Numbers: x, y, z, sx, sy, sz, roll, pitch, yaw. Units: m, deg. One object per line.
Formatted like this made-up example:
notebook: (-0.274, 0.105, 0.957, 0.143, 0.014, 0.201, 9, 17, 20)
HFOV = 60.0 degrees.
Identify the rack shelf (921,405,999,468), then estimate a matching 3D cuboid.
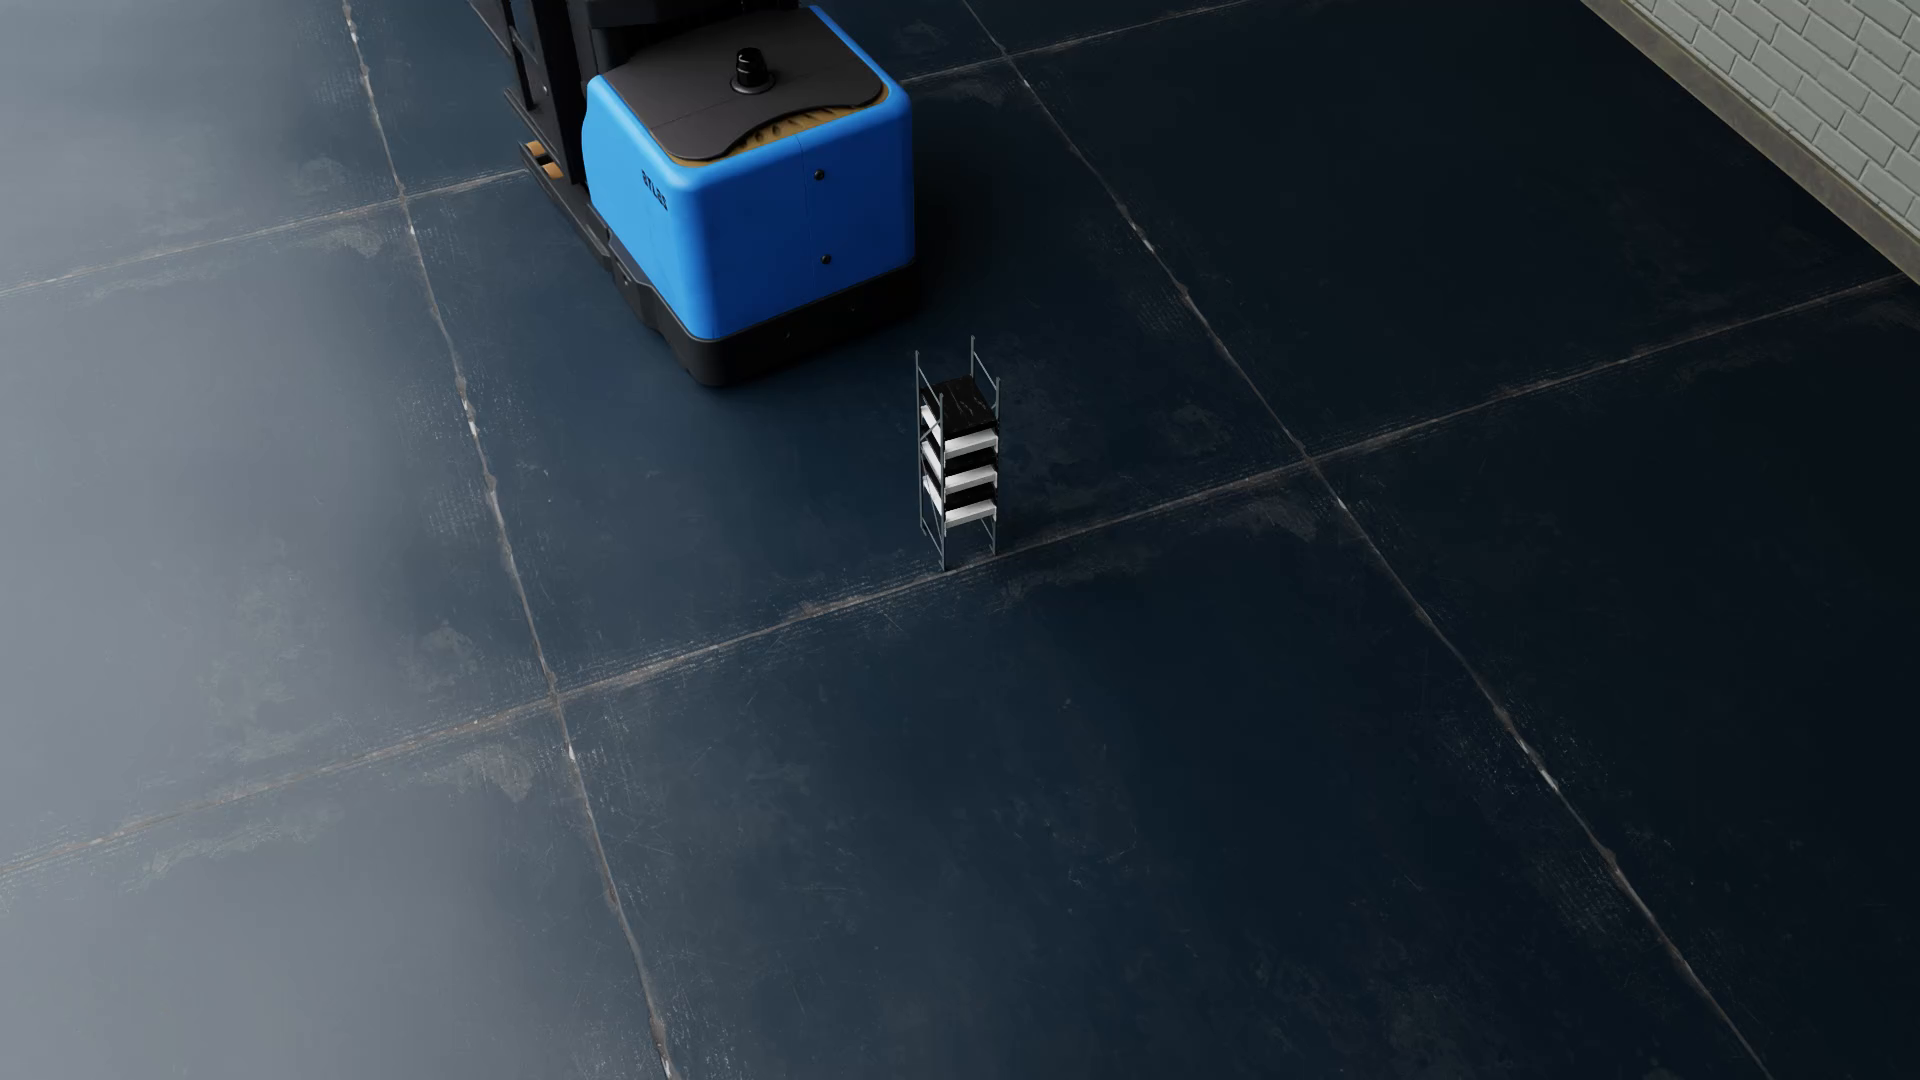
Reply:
rack shelf: (-0.008, -0.386, 5.795, 0.200, 0.077, 0.258, -17, 52, -14)

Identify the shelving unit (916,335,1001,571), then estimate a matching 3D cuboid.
shelving unit: (-0.008, -0.291, 5.907, 0.210, 0.900, 0.258, -17, 52, -14)

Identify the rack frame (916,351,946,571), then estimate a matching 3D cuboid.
rack frame: (-0.102, -0.262, 5.882, 0.006, 0.900, 0.240, -17, 52, -14)

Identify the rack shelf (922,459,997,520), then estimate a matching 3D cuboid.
rack shelf: (-0.008, -0.211, 6.000, 0.200, 0.077, 0.258, -17, 52, -14)

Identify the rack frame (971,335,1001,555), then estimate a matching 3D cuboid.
rack frame: (0.087, -0.320, 5.932, 0.006, 0.900, 0.240, -17, 52, -14)

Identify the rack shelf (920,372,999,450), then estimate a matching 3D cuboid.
rack shelf: (-0.008, -0.445, 5.727, 0.200, 0.077, 0.258, -17, 52, -14)

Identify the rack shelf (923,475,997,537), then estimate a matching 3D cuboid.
rack shelf: (-0.008, -0.152, 6.068, 0.200, 0.077, 0.258, -17, 52, -14)

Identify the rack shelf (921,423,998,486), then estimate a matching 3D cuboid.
rack shelf: (-0.008, -0.328, 5.864, 0.200, 0.077, 0.258, -17, 52, -14)

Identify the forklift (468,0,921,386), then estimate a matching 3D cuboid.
forklift: (-1.369, -2.681, 6.620, 1.130, 2.935, 3.031, -25, 54, -20)

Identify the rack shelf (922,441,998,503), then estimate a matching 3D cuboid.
rack shelf: (-0.008, -0.269, 5.932, 0.200, 0.077, 0.258, -17, 52, -14)
